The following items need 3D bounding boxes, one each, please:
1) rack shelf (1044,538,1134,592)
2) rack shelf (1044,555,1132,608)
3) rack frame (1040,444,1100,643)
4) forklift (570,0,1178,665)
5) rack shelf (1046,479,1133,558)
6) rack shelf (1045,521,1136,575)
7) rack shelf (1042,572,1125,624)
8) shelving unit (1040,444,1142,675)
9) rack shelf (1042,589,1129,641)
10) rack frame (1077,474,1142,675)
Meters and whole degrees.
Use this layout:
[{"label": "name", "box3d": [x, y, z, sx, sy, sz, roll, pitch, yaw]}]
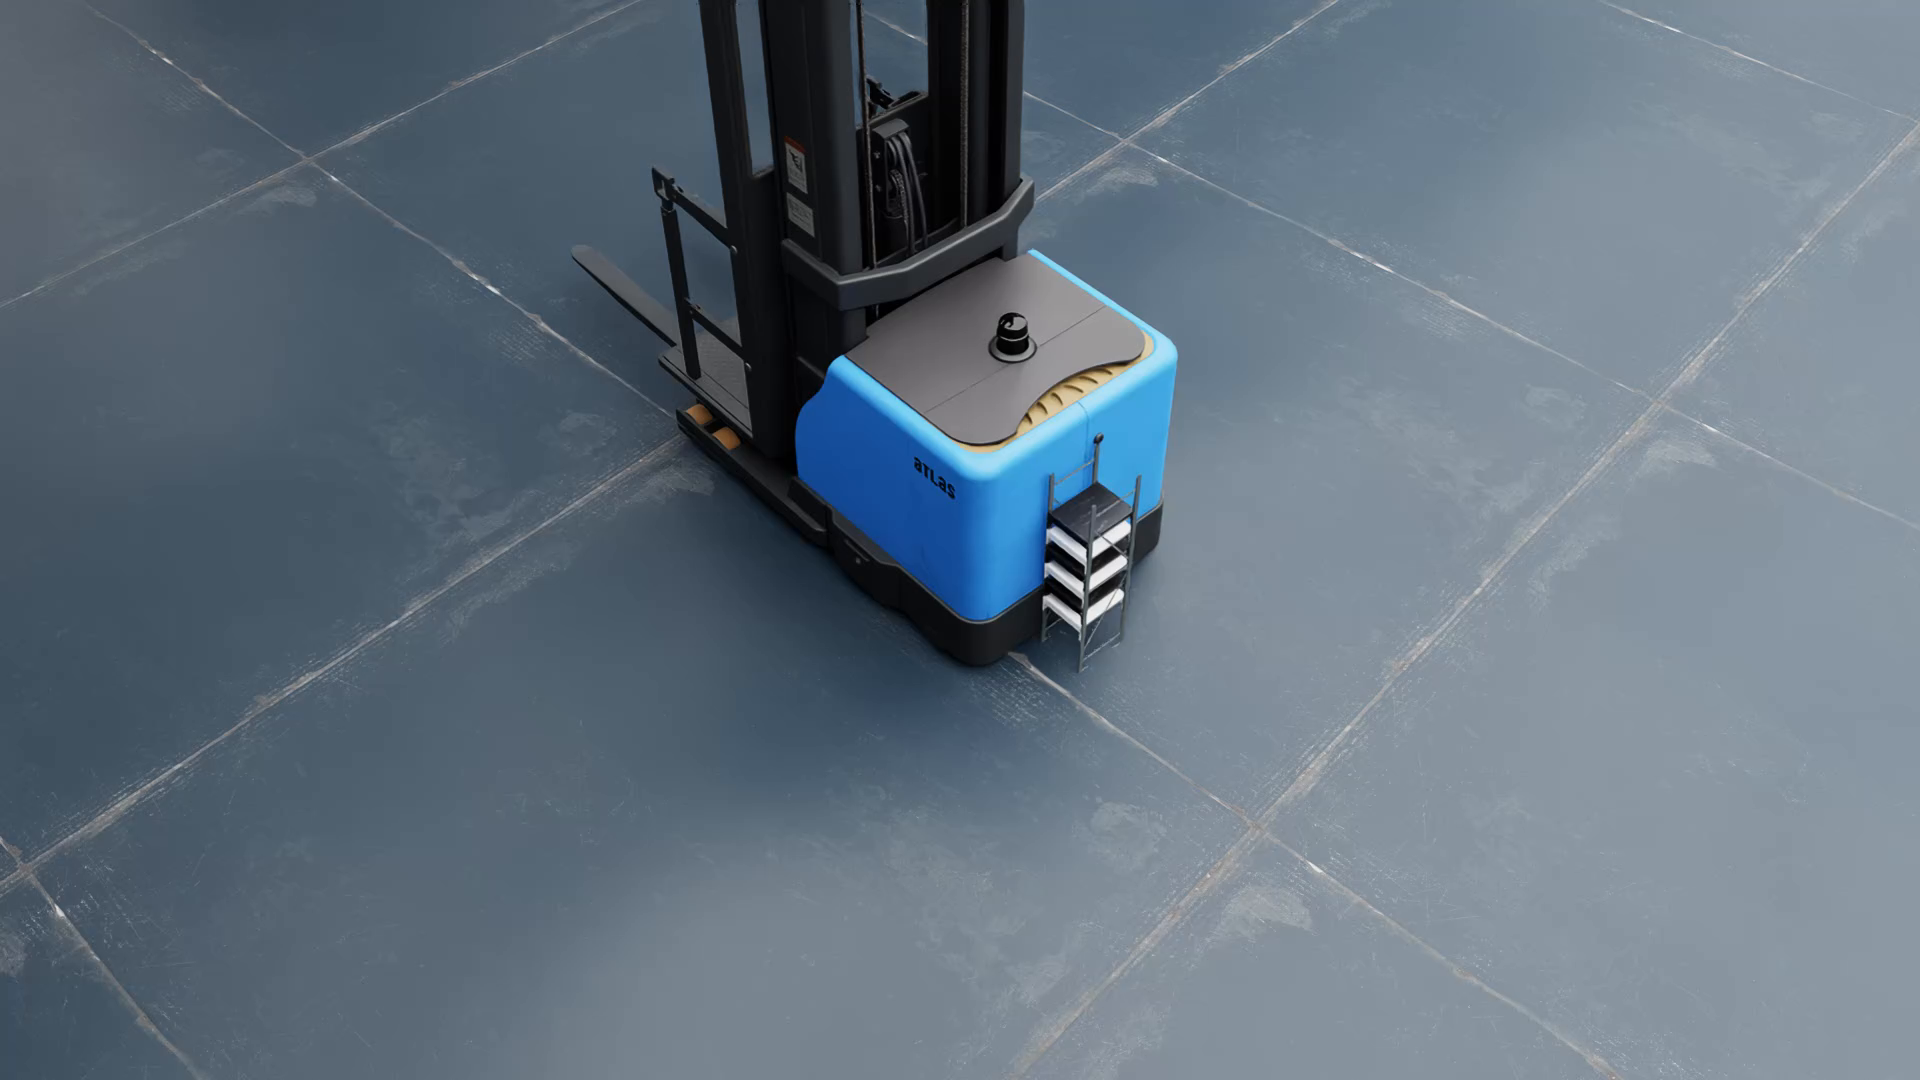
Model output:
[{"label": "rack shelf", "box3d": [0.467, 0.046, 6.012, 0.258, 0.077, 0.200, -33, 55, -27]}, {"label": "rack shelf", "box3d": [0.467, 0.107, 6.078, 0.258, 0.077, 0.200, -33, 55, -27]}, {"label": "rack frame", "box3d": [0.399, 0.029, 6.105, 0.240, 0.900, 0.006, -33, 55, -27]}, {"label": "forklift", "box3d": [-0.556, -1.533, 6.179, 1.130, 2.935, 3.031, -33, 55, -27]}, {"label": "rack shelf", "box3d": [0.467, -0.077, 5.881, 0.258, 0.077, 0.200, -33, 55, -27]}, {"label": "rack shelf", "box3d": [0.467, -0.016, 5.946, 0.258, 0.077, 0.200, -33, 55, -27]}, {"label": "rack shelf", "box3d": [0.467, 0.169, 6.143, 0.258, 0.077, 0.200, -33, 55, -27]}, {"label": "shelving unit", "box3d": [0.467, 0.085, 6.053, 0.258, 0.900, 0.210, -33, 55, -27]}, {"label": "rack shelf", "box3d": [0.467, 0.231, 6.209, 0.258, 0.077, 0.200, -33, 55, -27]}, {"label": "rack frame", "box3d": [0.534, 0.140, 6.001, 0.240, 0.900, 0.006, -33, 55, -27]}]
